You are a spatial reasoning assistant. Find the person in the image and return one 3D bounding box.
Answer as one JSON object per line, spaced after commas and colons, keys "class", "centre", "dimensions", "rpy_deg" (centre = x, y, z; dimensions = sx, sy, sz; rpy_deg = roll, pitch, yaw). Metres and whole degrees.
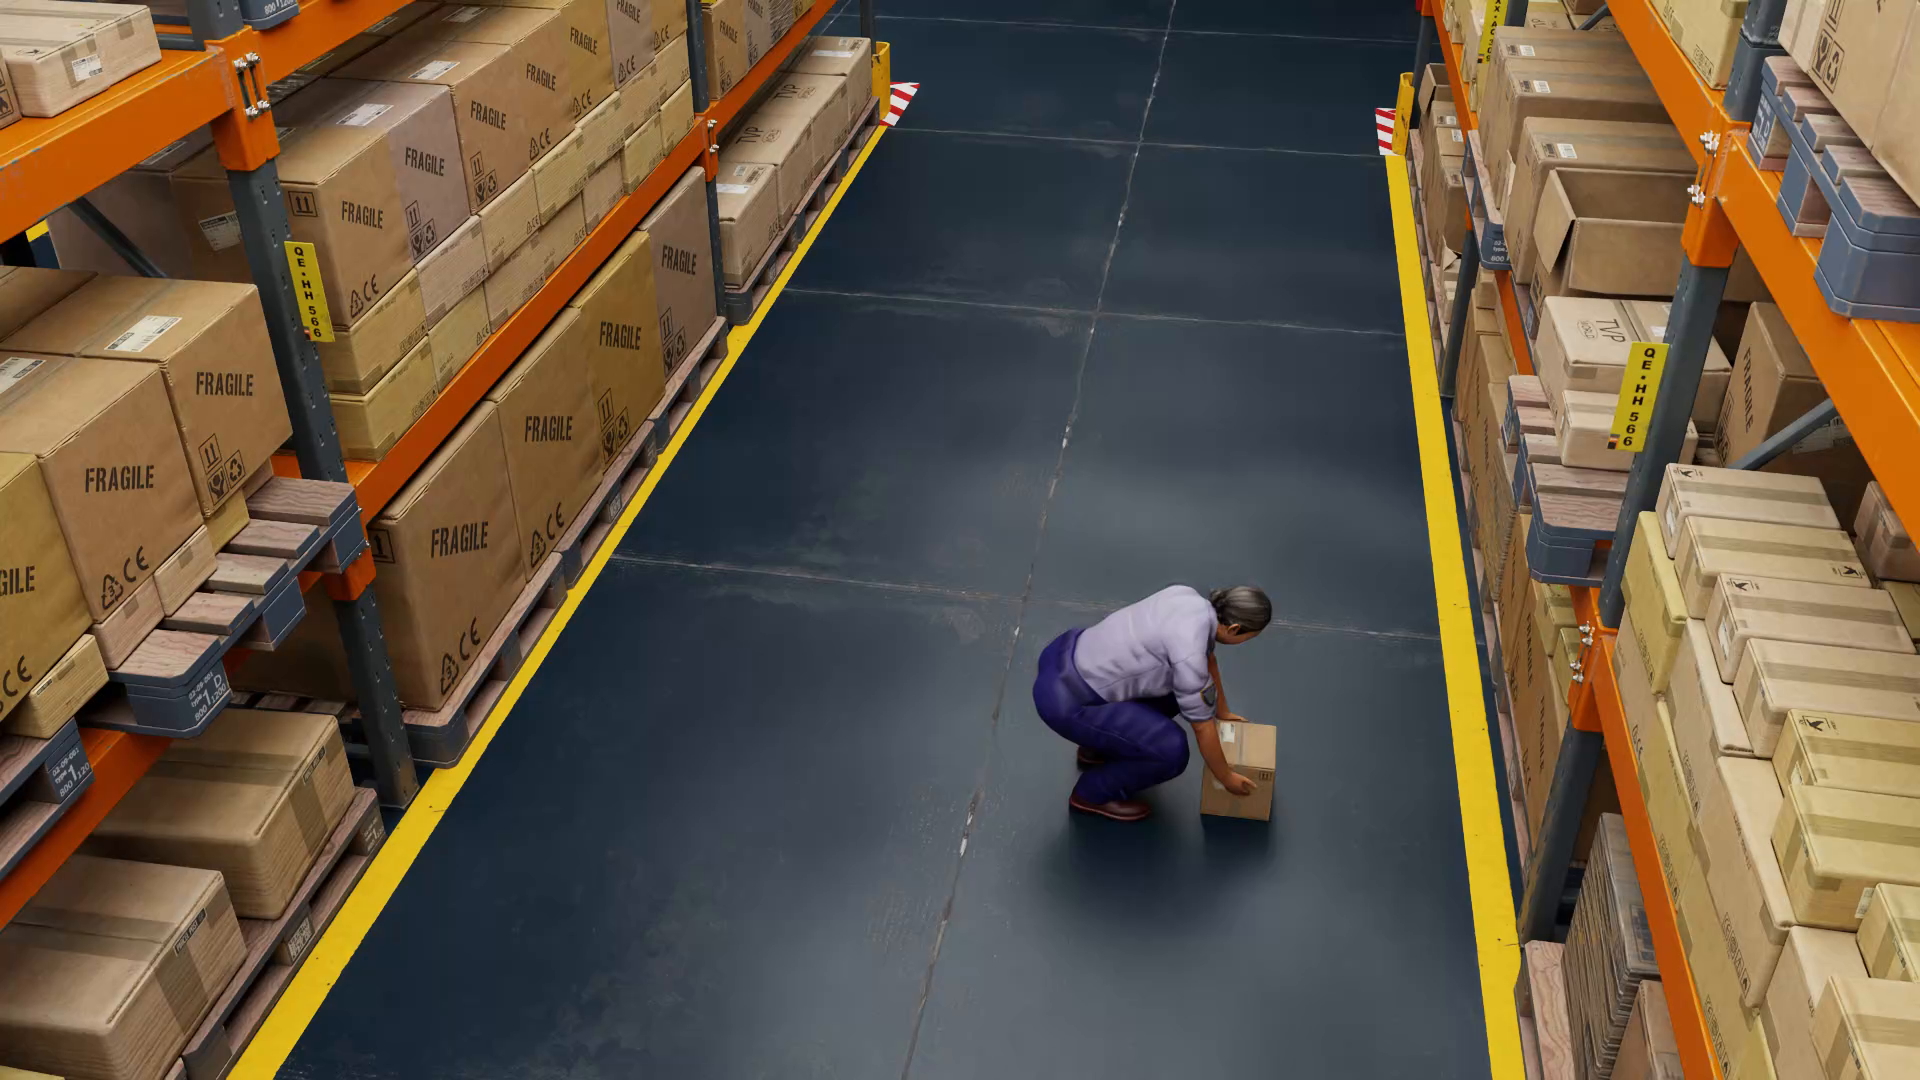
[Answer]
{"class": "person", "centre": [0.683, 0.543, 6.002], "dimensions": [0.822, 0.902, 0.526], "rpy_deg": [5, 33, 8]}
